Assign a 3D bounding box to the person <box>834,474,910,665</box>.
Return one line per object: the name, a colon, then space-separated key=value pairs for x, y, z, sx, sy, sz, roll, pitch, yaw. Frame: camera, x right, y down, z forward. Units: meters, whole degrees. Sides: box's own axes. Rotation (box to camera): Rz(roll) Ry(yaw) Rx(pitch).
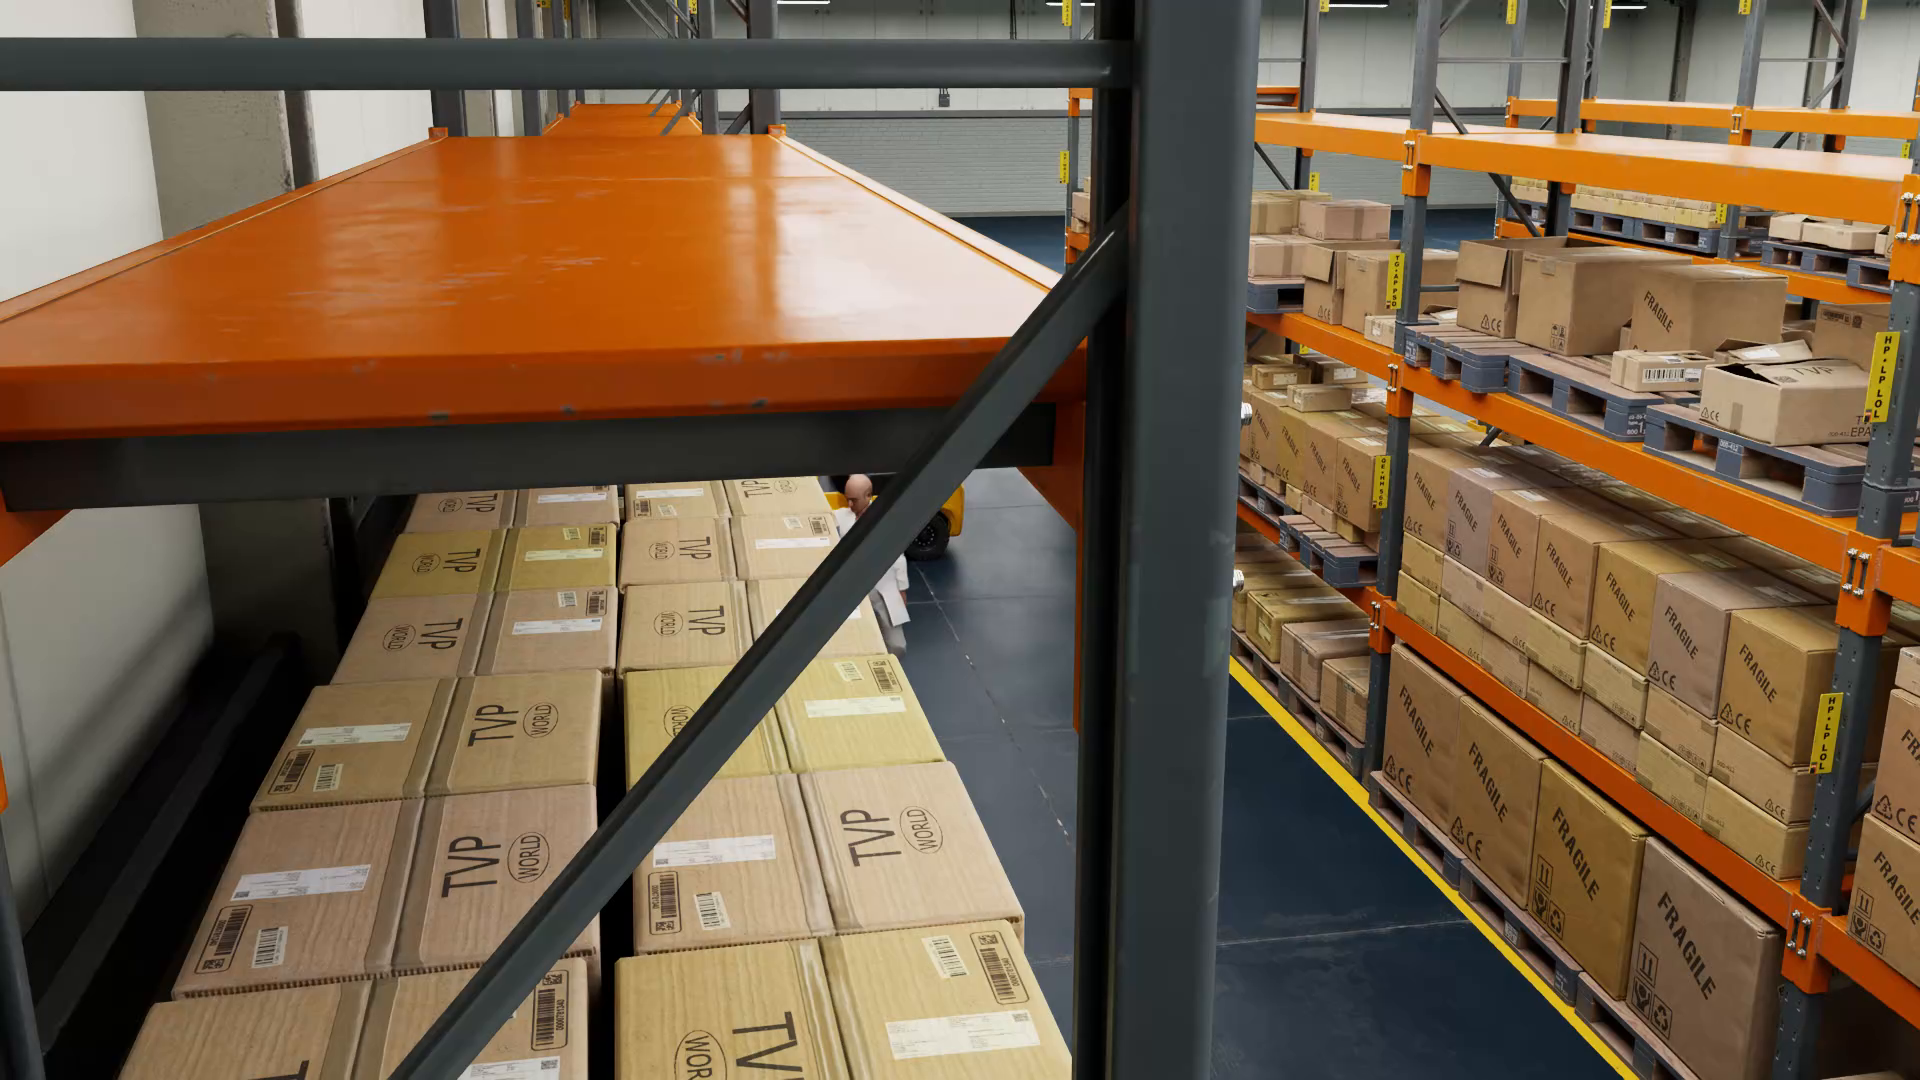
person: x=-0.650 y=0.412 z=11.570 sx=0.616 sy=1.779 sz=0.484 roll=-2 pitch=16 yaw=-8
